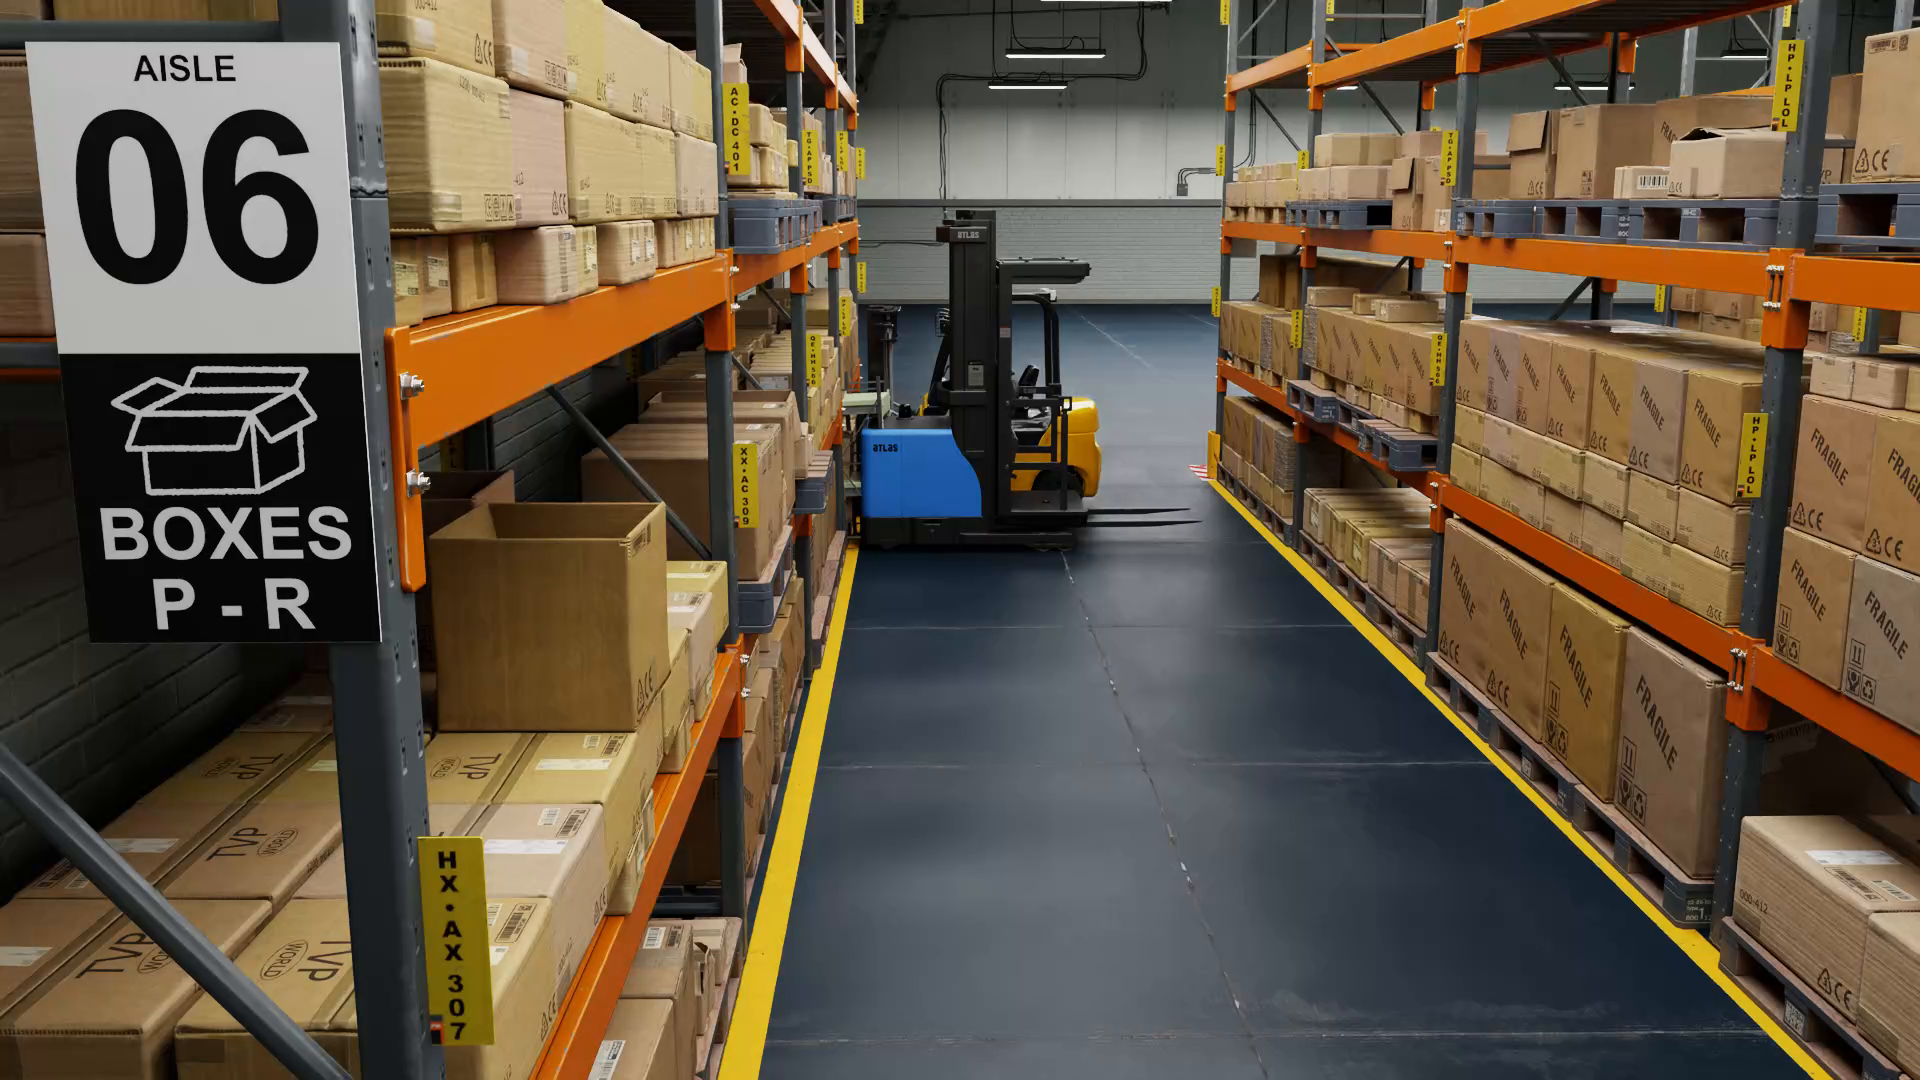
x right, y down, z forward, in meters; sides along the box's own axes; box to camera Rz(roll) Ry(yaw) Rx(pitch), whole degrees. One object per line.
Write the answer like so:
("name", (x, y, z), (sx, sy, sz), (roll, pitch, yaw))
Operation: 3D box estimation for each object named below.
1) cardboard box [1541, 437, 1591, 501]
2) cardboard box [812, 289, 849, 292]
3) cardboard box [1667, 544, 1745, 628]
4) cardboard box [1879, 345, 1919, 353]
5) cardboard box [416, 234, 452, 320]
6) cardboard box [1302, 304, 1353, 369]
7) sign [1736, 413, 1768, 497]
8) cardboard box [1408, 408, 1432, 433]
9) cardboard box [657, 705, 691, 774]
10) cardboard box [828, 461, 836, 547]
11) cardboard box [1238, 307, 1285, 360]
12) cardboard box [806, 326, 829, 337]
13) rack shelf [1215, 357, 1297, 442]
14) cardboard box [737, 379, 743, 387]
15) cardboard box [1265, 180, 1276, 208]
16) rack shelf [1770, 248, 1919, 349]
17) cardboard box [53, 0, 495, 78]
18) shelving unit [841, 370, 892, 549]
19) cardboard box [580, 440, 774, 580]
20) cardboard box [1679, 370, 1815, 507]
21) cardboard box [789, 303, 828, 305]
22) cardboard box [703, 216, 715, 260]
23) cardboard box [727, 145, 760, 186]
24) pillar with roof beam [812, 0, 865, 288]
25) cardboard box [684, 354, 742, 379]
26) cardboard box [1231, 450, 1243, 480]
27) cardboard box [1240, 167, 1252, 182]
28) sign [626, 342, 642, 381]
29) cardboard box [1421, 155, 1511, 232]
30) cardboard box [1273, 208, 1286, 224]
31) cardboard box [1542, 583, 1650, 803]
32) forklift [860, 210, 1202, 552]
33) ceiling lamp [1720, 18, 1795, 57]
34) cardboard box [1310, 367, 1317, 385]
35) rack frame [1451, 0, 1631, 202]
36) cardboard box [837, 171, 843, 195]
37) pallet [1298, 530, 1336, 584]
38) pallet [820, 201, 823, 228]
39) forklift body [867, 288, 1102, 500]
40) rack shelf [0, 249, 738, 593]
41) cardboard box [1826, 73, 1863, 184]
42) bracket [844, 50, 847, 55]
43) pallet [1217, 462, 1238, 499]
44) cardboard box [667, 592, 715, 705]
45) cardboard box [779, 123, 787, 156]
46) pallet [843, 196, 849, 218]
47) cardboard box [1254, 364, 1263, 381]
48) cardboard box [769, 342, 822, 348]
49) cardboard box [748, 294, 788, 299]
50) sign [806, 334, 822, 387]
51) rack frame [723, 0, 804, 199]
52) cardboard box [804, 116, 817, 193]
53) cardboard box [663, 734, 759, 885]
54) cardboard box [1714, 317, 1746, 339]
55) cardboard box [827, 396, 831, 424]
("cardboard box", (3.283, -0.363, 8.423), (0.500, 0.250, 0.500), (0, 11, 0))
("cardboard box", (-1.359, -2.558, 17.495), (0.380, 0.149, 0.250), (0, 11, -1))
("cardboard box", (3.336, 0.185, 6.982), (0.500, 0.250, 0.500), (-1, 11, -3))
("cardboard box", (8.121, -1.375, 14.040), (0.500, 0.500, 0.500), (0, 11, -1))
("cardboard box", (-1.088, -0.448, 2.809), (0.380, 0.149, 0.250), (0, 11, 0))
("cardboard box", (3.155, -1.697, 13.825), (0.500, 0.500, 0.500), (0, 11, 0))
("sign", (3.055, -0.325, 6.405), (0.100, 0.325, 0.005), (0, 11, -1))
("cardboard box", (3.195, -0.796, 11.013), (0.380, 0.149, 0.250), (0, 11, 0))
("cardboard box", (-1.038, 0.612, 5.130), (0.380, 0.149, 0.250), (0, 11, -2))
("cardboard box", (-1.508, -0.308, 13.950), (0.875, 0.625, 0.625), (0, 11, 1))
("cardboard box", (3.108, -2.081, 16.775), (0.500, 0.500, 0.500), (0, 11, -2))
("cardboard box", (-1.274, -1.801, 14.510), (0.380, 0.149, 0.250), (0, 11, -2))
("rack shelf", (3.391, -1.436, 16.403), (1.077, 0.370, 4.000), (0, 11, -1))
("cardboard box", (-1.747, -0.936, 11.249), (0.500, 0.250, 0.500), (0, 11, -1))
("cardboard box", (3.146, -3.222, 15.481), (0.500, 0.250, 0.500), (0, 11, -2))
("rack shelf", (3.639, -0.521, 4.346), (1.077, 0.370, 4.000), (0, 11, -1))
("cardboard box", (-1.040, -0.861, 2.586), (0.500, 0.250, 0.500), (0, 11, -2))
("shelving unit", (-0.836, -0.729, 14.809), (0.431, 1.500, 0.755), (-2, 10, 3))
("cardboard box", (-1.151, -0.132, 6.855), (0.700, 0.500, 0.500), (0, 11, 0))
("cardboard box", (3.337, -0.428, 6.856), (0.500, 0.500, 0.500), (0, 11, 1))
("cardboard box", (-1.350, -2.049, 14.985), (0.380, 0.149, 0.250), (0, 11, -2))
("cardboard box", (-1.062, -1.056, 5.809), (0.380, 0.149, 0.250), (0, 11, -2))
("cardboard box", (-0.974, -1.442, 6.404), (0.380, 0.149, 0.250), (0, 11, 0))
("pillar with roof beam", (1.432, -8.559, 34.614), (9.100, 9.000, 0.548), (0, 11, -1))
("cardboard box", (-1.721, -1.210, 11.594), (0.380, 0.149, 0.250), (0, 11, -1))
("cardboard box", (3.093, -0.781, 17.226), (0.500, 0.250, 0.500), (0, 11, 1))
("cardboard box", (3.048, -3.702, 16.845), (0.380, 0.149, 0.250), (0, 11, -1))
("sign", (-2.003, -1.139, 10.218), (0.100, 0.325, 0.005), (0, 11, -1))
("cardboard box", (3.505, -2.303, 11.073), (0.700, 0.500, 0.500), (0, 11, -1))
("cardboard box", (3.114, -3.004, 15.410), (0.380, 0.149, 0.250), (0, 11, 0))
("cardboard box", (3.478, 0.732, 8.193), (0.875, 0.875, 0.875), (0, 11, 0))
("forklift", (0.624, -1.440, 14.787), (3.031, 2.935, 1.130), (0, 11, -2))
("ceiling lamp", (16.344, -11.287, 33.380), (2.000, 3.185, 0.800), (0, 11, -1))
("cardboard box", (3.128, -1.363, 13.807), (0.380, 0.149, 0.250), (0, 11, 0))
("rack frame", (3.515, -3.536, 9.856), (1.000, 3.000, 0.127), (0, 11, -1))
("cardboard box", (-1.304, -3.217, 14.746), (0.500, 0.311, 0.500), (0, 11, 0))
("pallet", (3.450, 0.130, 13.886), (1.003, 0.211, 1.213), (0, 11, -1))
("pallet", (-1.499, -2.571, 13.124), (0.805, 0.209, 1.217), (-1, 11, -3))
("forklift body", (0.250, -1.380, 16.450), (2.313, 2.155, 1.214), (0, 11, -1))
("rack shelf", (-1.324, -0.500, 4.242), (1.077, 0.370, 4.000), (0, 11, -1))
("cardboard box", (3.869, -1.702, 7.052), (0.500, 0.500, 0.500), (0, 11, -2))
("bracket", (-2.579, -10.905, 37.123), (0.076, 0.066, 4.783), (0, 11, -1))
("pallet", (3.333, -0.643, 17.697), (1.003, 0.211, 1.213), (0, 11, -1))
("cardboard box", (-1.085, 0.348, 5.429), (0.500, 0.250, 0.500), (0, 11, -1))
("cardboard box", (-1.023, -1.894, 7.883), (0.380, 0.149, 0.250), (0, 11, -1))
("pallet", (-1.596, -3.208, 16.005), (1.003, 0.211, 1.213), (0, 11, -1))
("cardboard box", (3.080, -1.634, 16.203), (0.380, 0.149, 0.250), (0, 11, -1))
("cardboard box", (-1.245, -1.416, 12.611), (0.380, 0.149, 0.250), (0, 11, -1))
("cardboard box", (-1.901, -2.351, 16.474), (0.380, 0.149, 0.250), (-1, 11, -3))
("sign", (-0.905, -1.107, 10.261), (0.100, 0.325, 0.005), (0, 11, -1))
("rack frame", (-1.448, -3.515, 9.751), (1.000, 3.000, 0.127), (0, 11, -1))
("cardboard box", (-1.329, -2.594, 11.195), (0.700, 0.500, 0.500), (0, 11, -2))
("cardboard box", (-1.150, 1.143, 7.114), (0.500, 0.500, 0.500), (0, 11, 1))
("cardboard box", (8.269, -2.005, 17.023), (0.875, 0.550, 0.550), (0, 11, -1))
("cardboard box", (-1.263, -0.999, 12.814), (0.500, 0.250, 0.500), (0, 11, -1))
